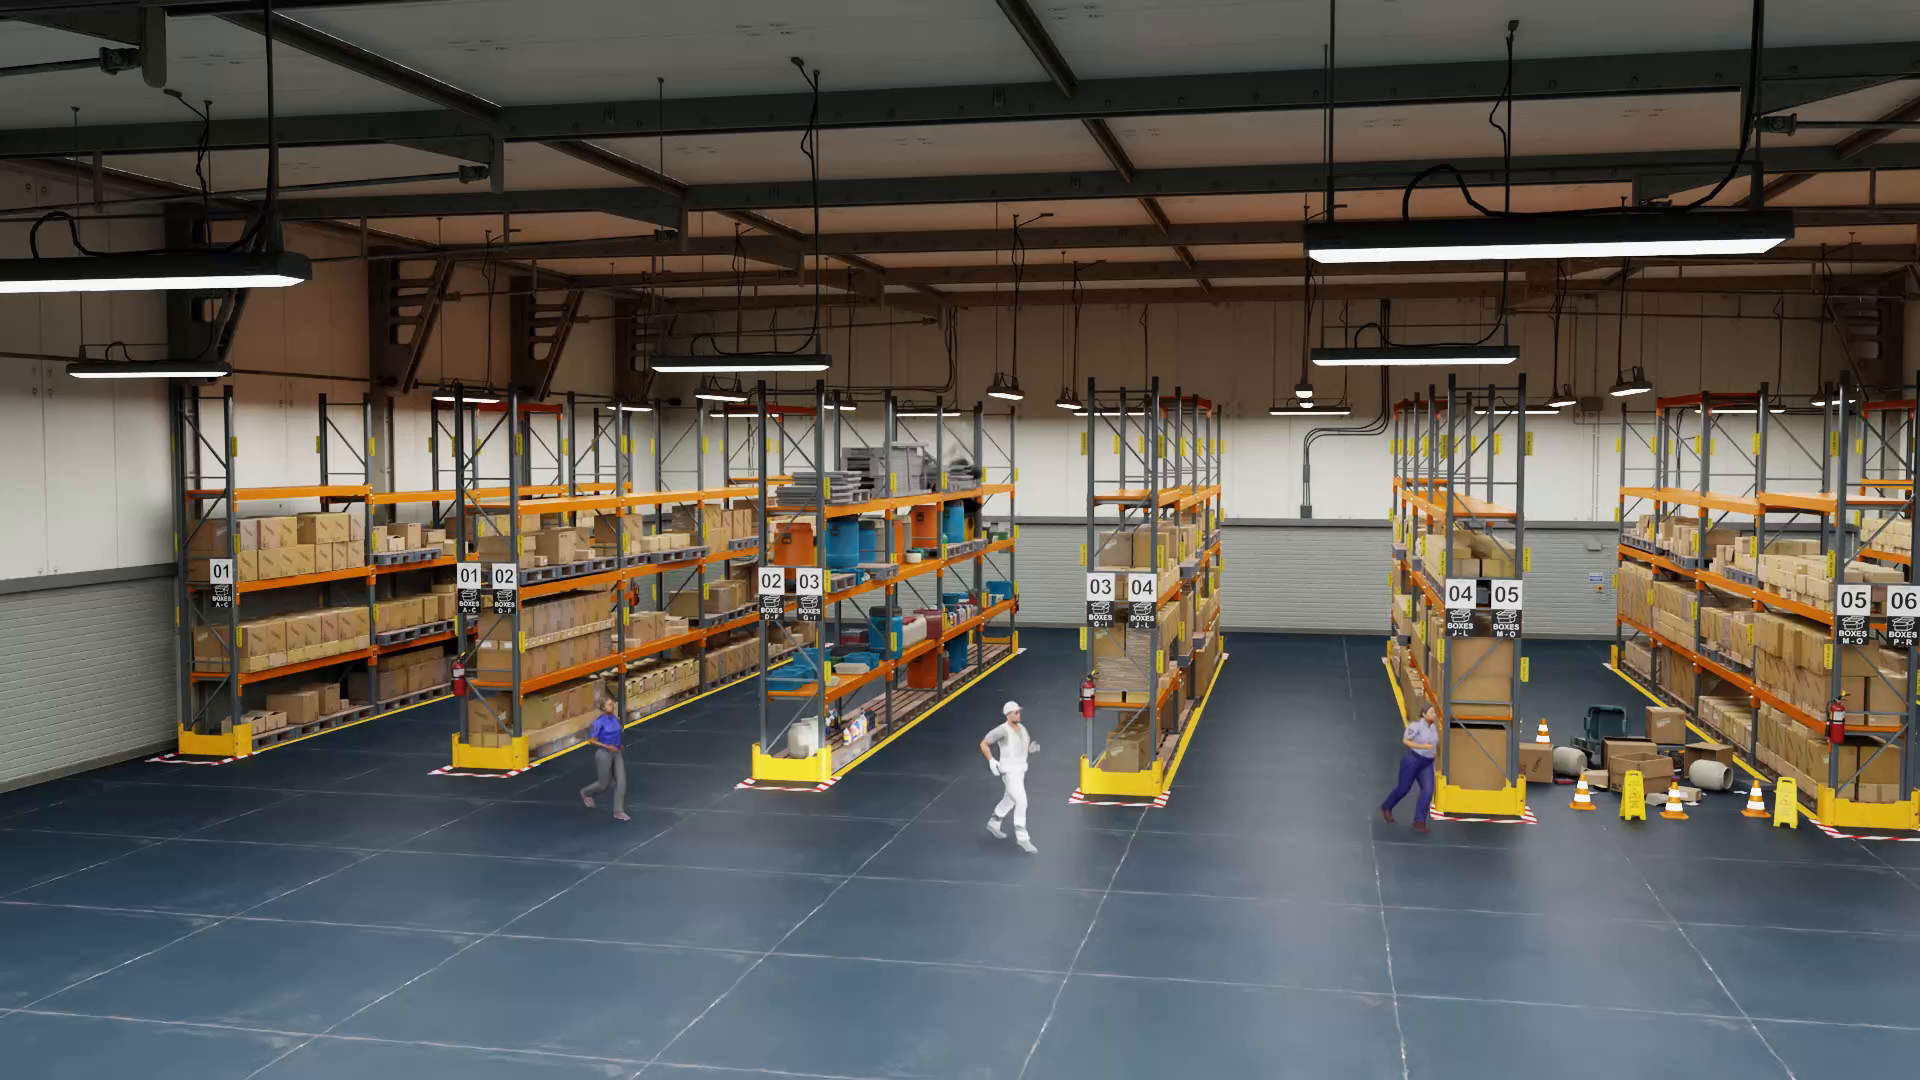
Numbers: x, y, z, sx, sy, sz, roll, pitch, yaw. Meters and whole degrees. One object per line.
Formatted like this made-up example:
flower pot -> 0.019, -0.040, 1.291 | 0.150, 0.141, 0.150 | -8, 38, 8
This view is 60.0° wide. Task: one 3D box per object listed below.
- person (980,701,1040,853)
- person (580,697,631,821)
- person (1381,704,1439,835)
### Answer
person -> 0.646, 2.928, 20.757 | 0.859, 1.833, 0.651 | 2, 4, 36
person -> -4.756, 2.934, 22.405 | 0.843, 1.649, 0.579 | 2, 4, 34
person -> 6.046, 2.966, 21.884 | 0.642, 1.608, 0.882 | -1, 3, -23
